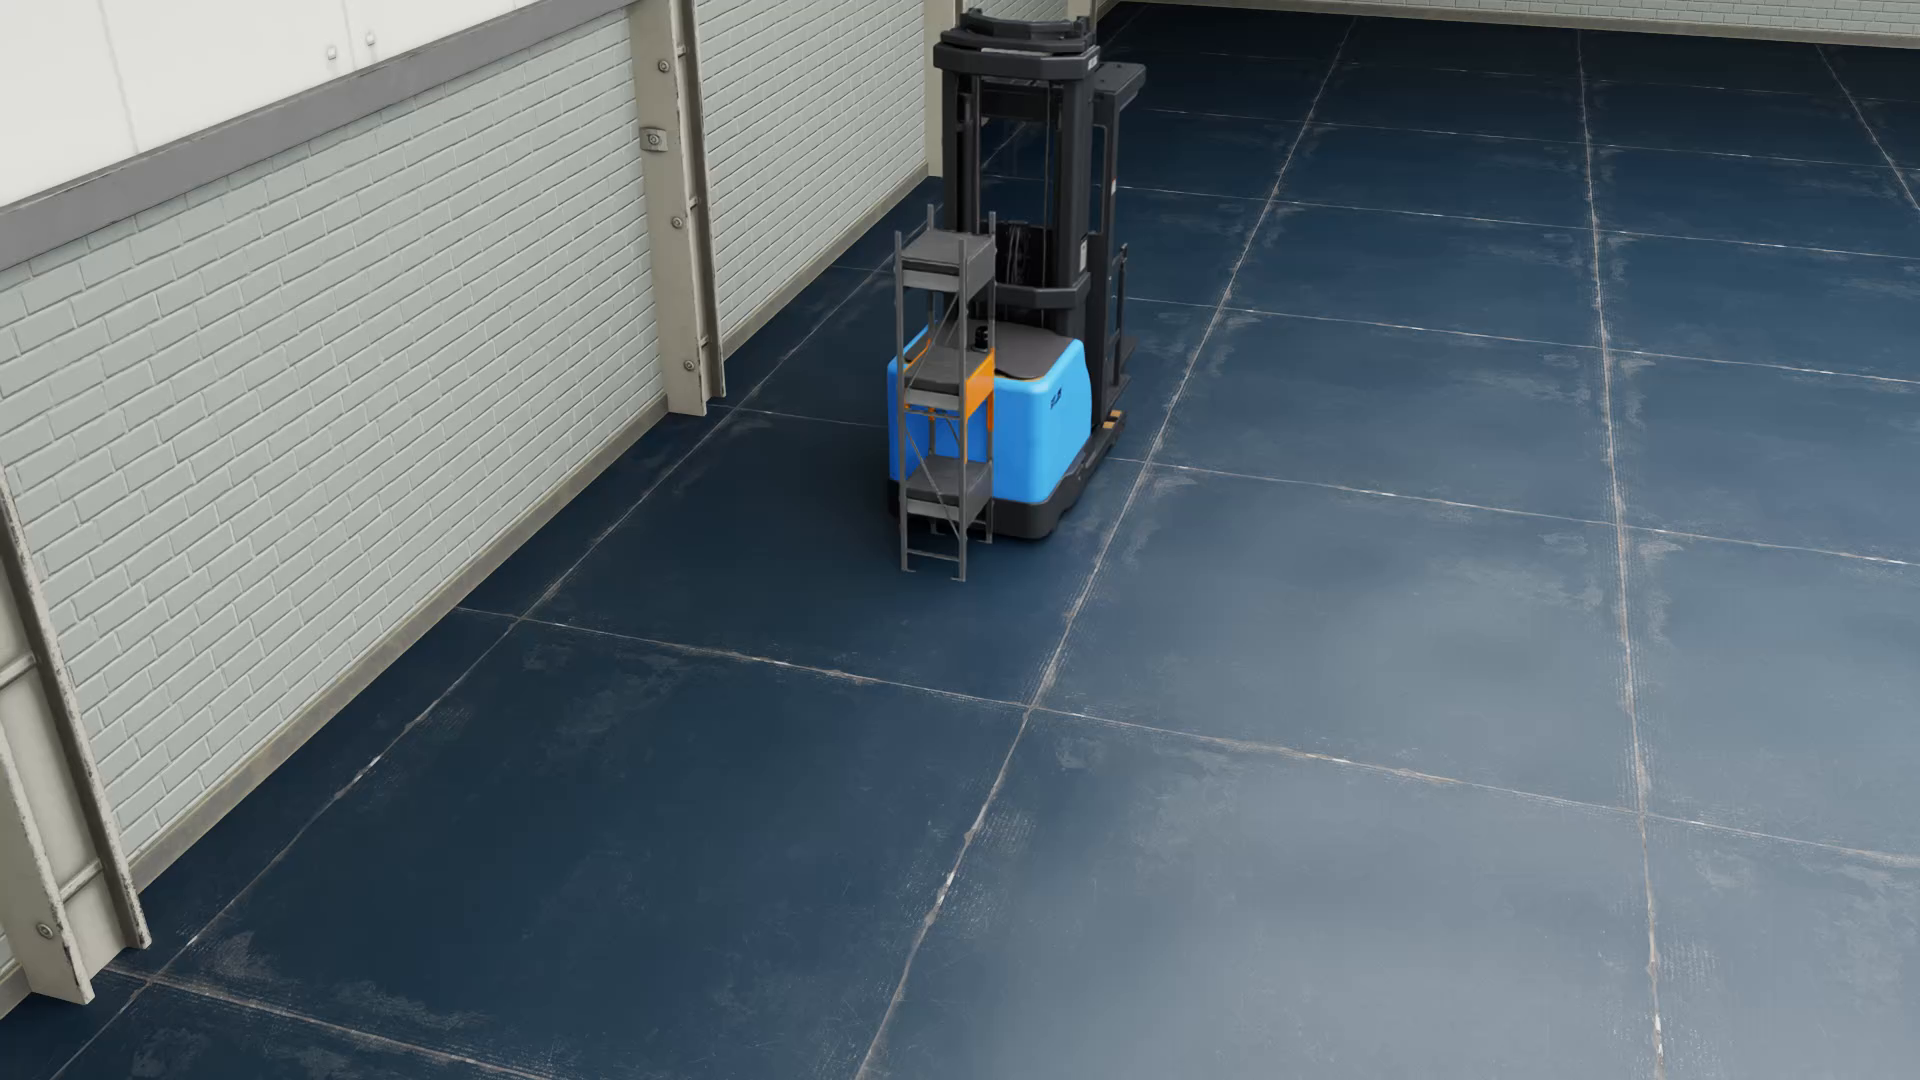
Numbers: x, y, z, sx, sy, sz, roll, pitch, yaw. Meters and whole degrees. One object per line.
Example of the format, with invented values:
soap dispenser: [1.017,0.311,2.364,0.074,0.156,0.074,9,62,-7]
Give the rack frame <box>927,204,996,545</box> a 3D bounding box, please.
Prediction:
rack frame: [0.007,-0.925,9.752,0.400,2.100,0.015,10,31,17]

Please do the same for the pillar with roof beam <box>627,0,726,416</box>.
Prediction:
pillar with roof beam: [2.201,-4.313,8.746,9.100,9.000,0.400,8,30,15]

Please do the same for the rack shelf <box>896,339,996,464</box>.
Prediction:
rack shelf: [-0.077,-0.801,9.559,0.431,0.518,0.480,10,31,17]

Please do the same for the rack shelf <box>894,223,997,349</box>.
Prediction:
rack shelf: [-0.077,-1.413,9.218,0.431,0.518,0.480,10,31,17]

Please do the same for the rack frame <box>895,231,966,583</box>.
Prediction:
rack frame: [-0.160,-0.702,9.351,0.400,2.100,0.015,10,31,17]

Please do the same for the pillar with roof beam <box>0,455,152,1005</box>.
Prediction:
pillar with roof beam: [0.440,-1.524,3.733,9.100,9.000,0.400,8,30,15]

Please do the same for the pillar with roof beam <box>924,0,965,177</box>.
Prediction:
pillar with roof beam: [3.963,-7.101,13.758,9.100,9.000,0.400,8,30,15]

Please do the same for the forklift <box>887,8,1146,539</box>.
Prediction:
forklift: [0.522,-1.989,10.810,1.130,2.935,3.031,10,31,17]

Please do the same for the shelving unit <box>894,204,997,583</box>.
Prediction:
shelving unit: [-0.077,-0.813,9.552,0.431,2.100,0.503,10,31,17]

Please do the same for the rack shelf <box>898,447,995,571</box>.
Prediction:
rack shelf: [-0.077,-0.190,9.899,0.431,0.518,0.480,10,31,17]

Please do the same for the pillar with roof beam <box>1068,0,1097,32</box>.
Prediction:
pillar with roof beam: [5.724,-9.889,18.770,9.100,9.000,0.400,8,30,15]
